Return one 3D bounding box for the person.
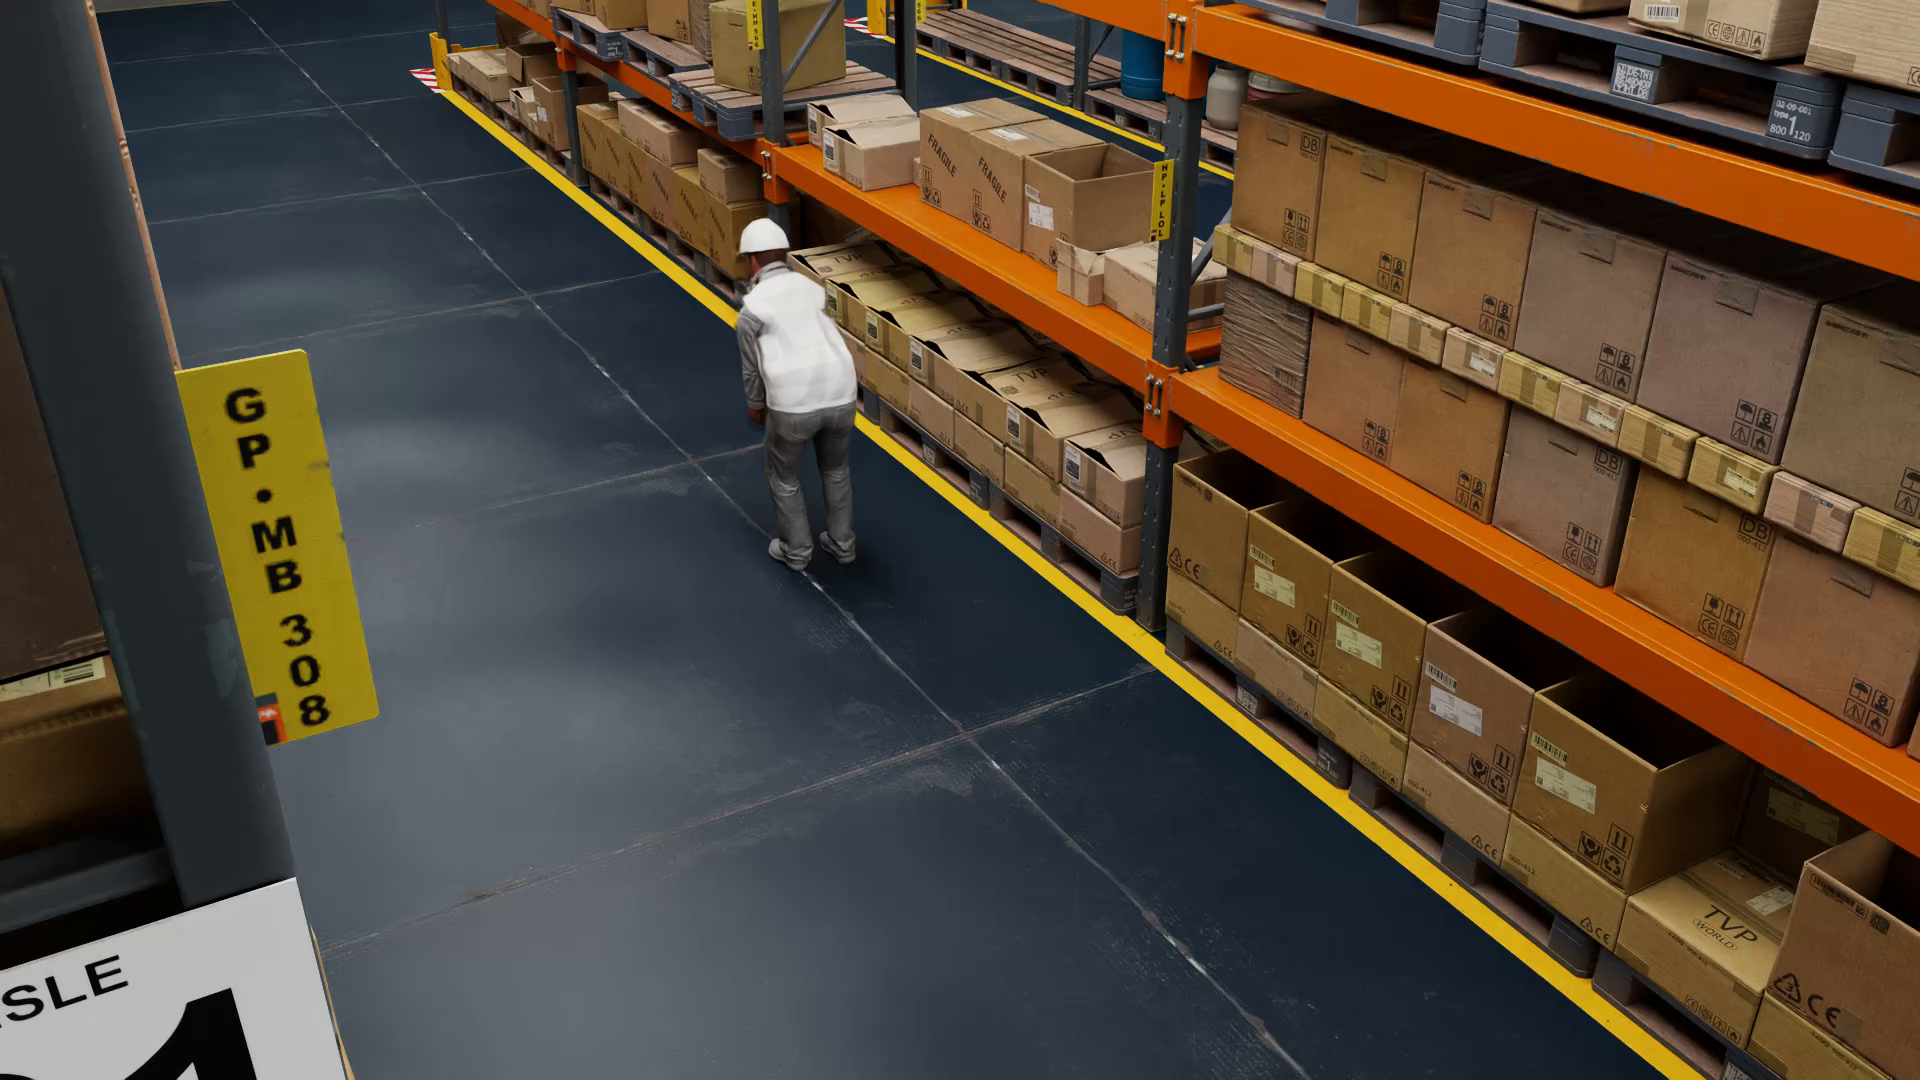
[{"bbox_3d":[-0.803,-0.679,7.964,0.471,1.651,0.736,-16,33,-27],"label":"person"}]
